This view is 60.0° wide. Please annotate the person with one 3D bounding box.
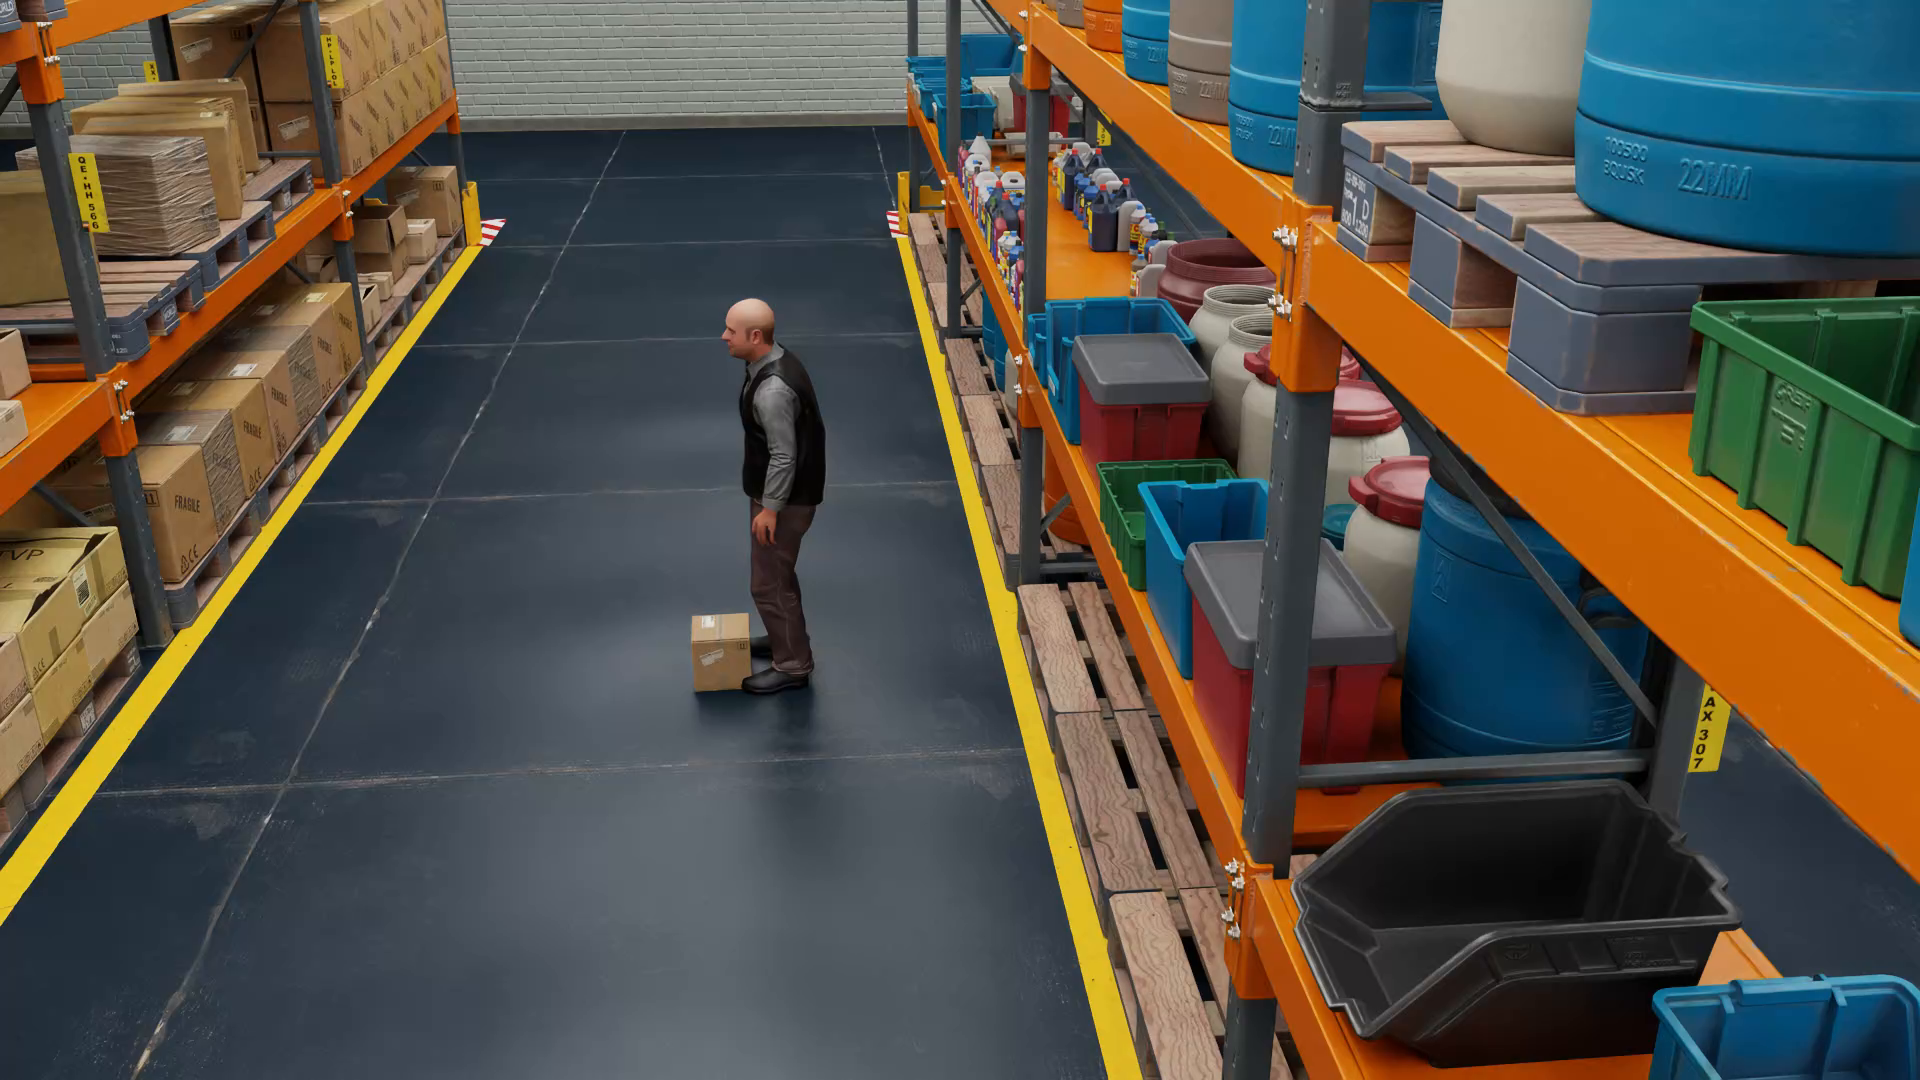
[{"bbox_3d":[-0.770,-0.192,7.068,0.411,1.722,0.593,-3,24,-8],"label":"person"}]
